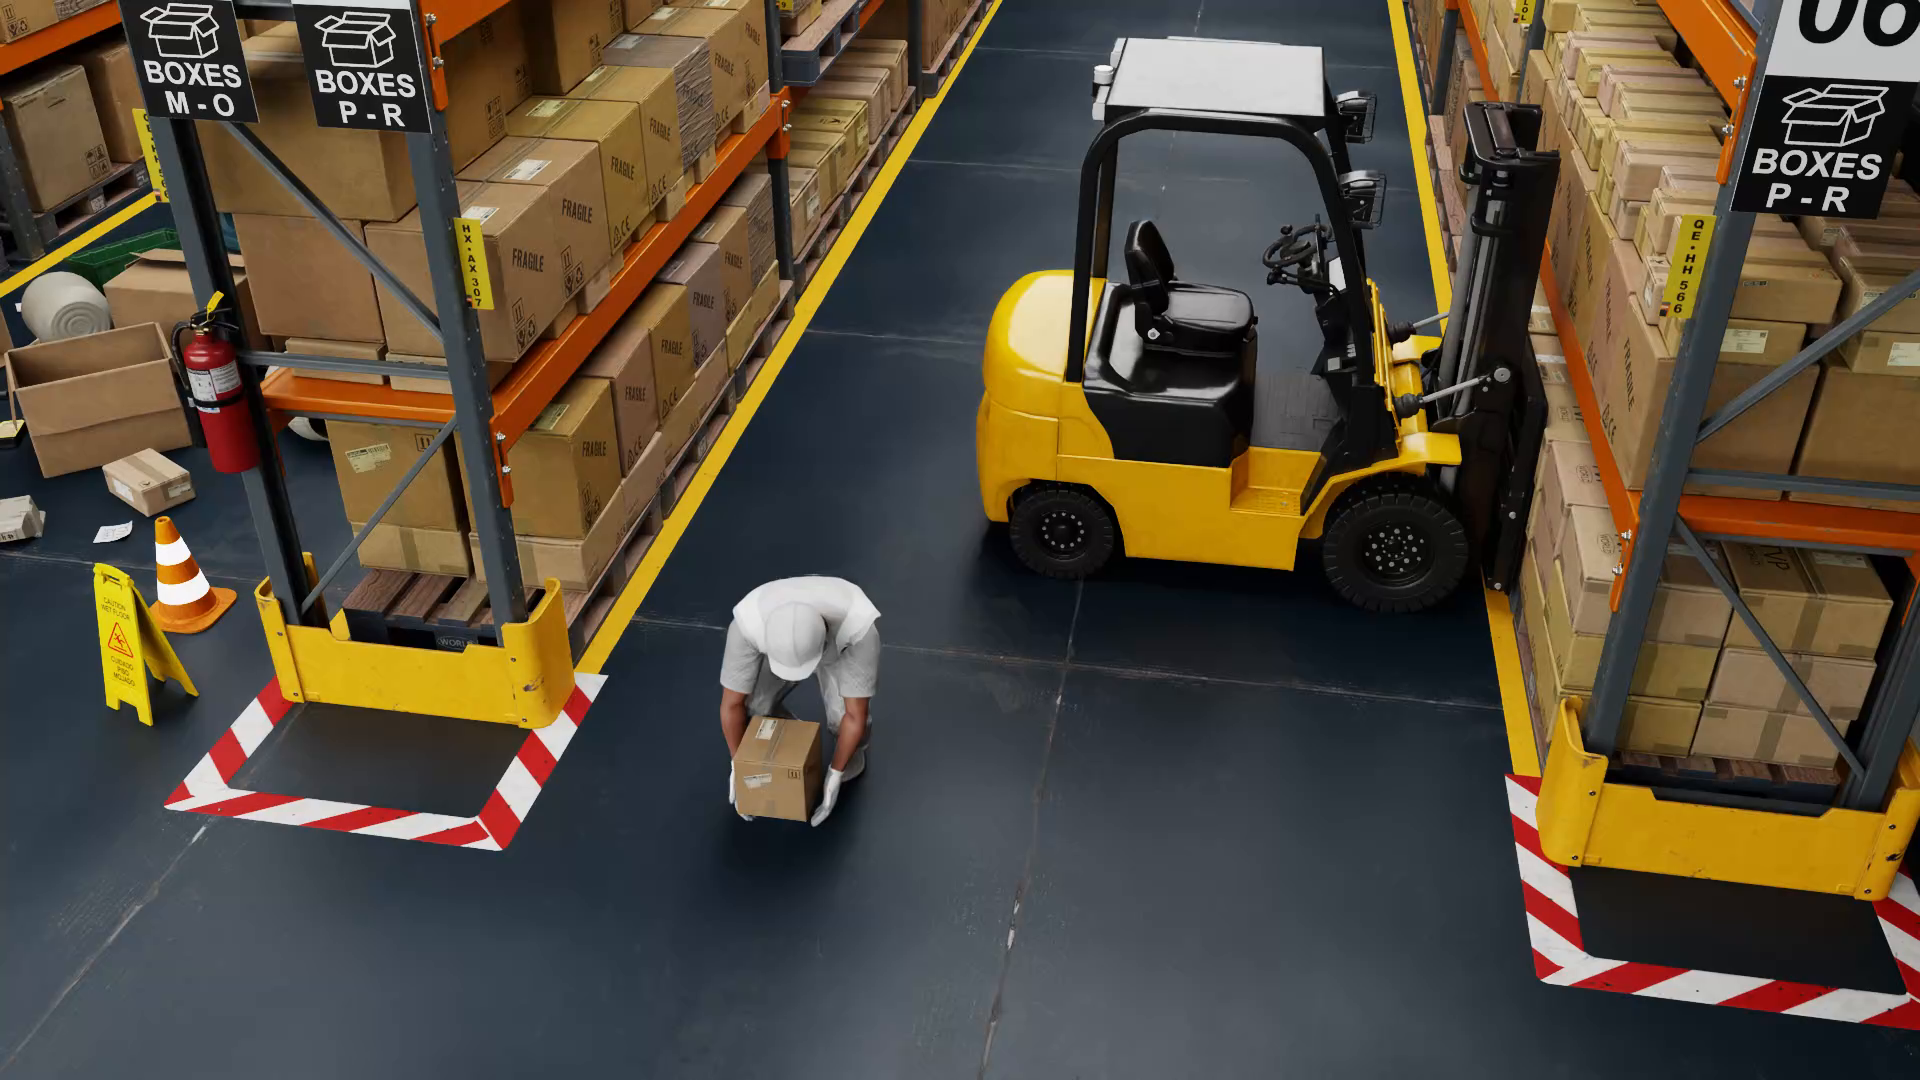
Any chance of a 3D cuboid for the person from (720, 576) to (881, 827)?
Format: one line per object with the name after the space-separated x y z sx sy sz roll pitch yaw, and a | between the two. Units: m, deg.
-0.550 0.488 6.089 0.570 0.994 0.908 5 32 8 | person
